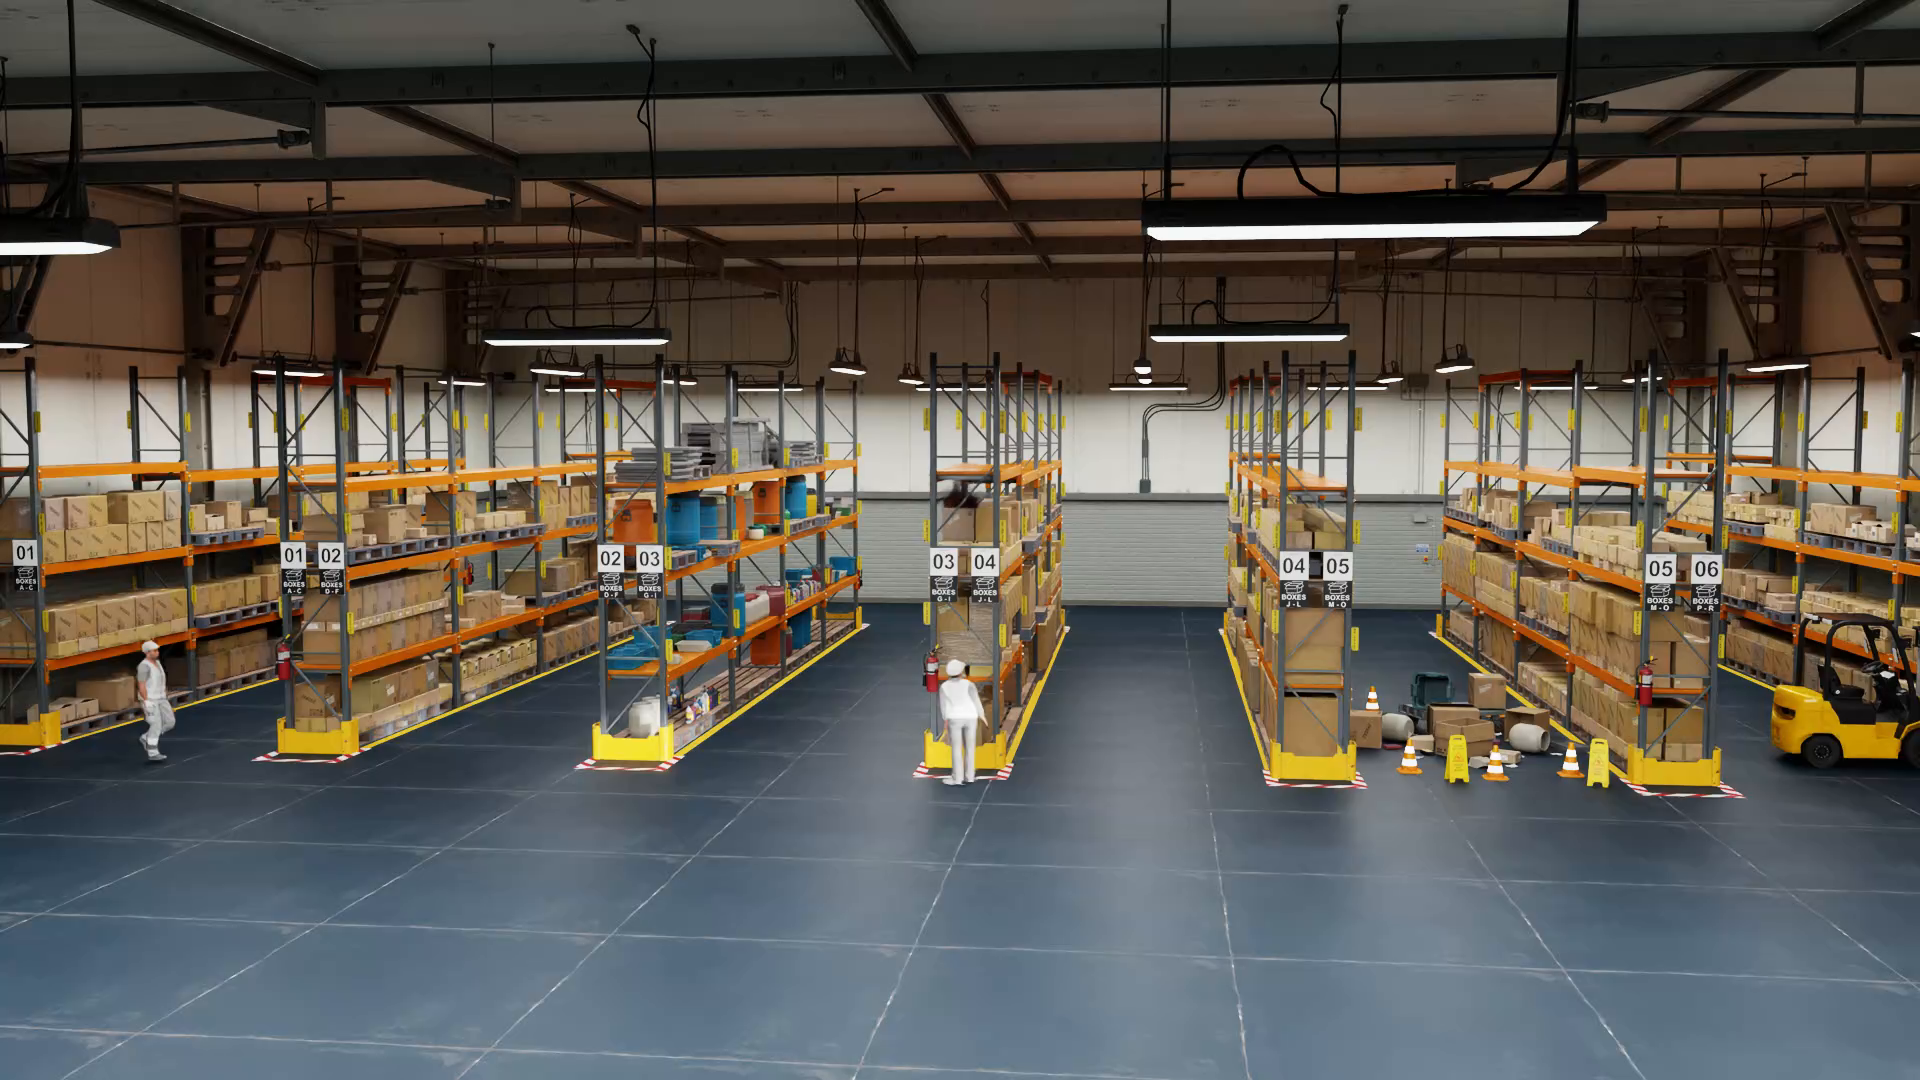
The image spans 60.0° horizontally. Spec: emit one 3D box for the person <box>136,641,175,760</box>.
[{"bbox_3d":[-11.950,2.367,24.549,0.533,1.771,0.572,1,4,11],"label":"person"}]

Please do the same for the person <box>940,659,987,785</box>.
[{"bbox_3d":[0.051,2.507,23.005,0.660,1.760,0.471,0,4,-4],"label":"person"}]
